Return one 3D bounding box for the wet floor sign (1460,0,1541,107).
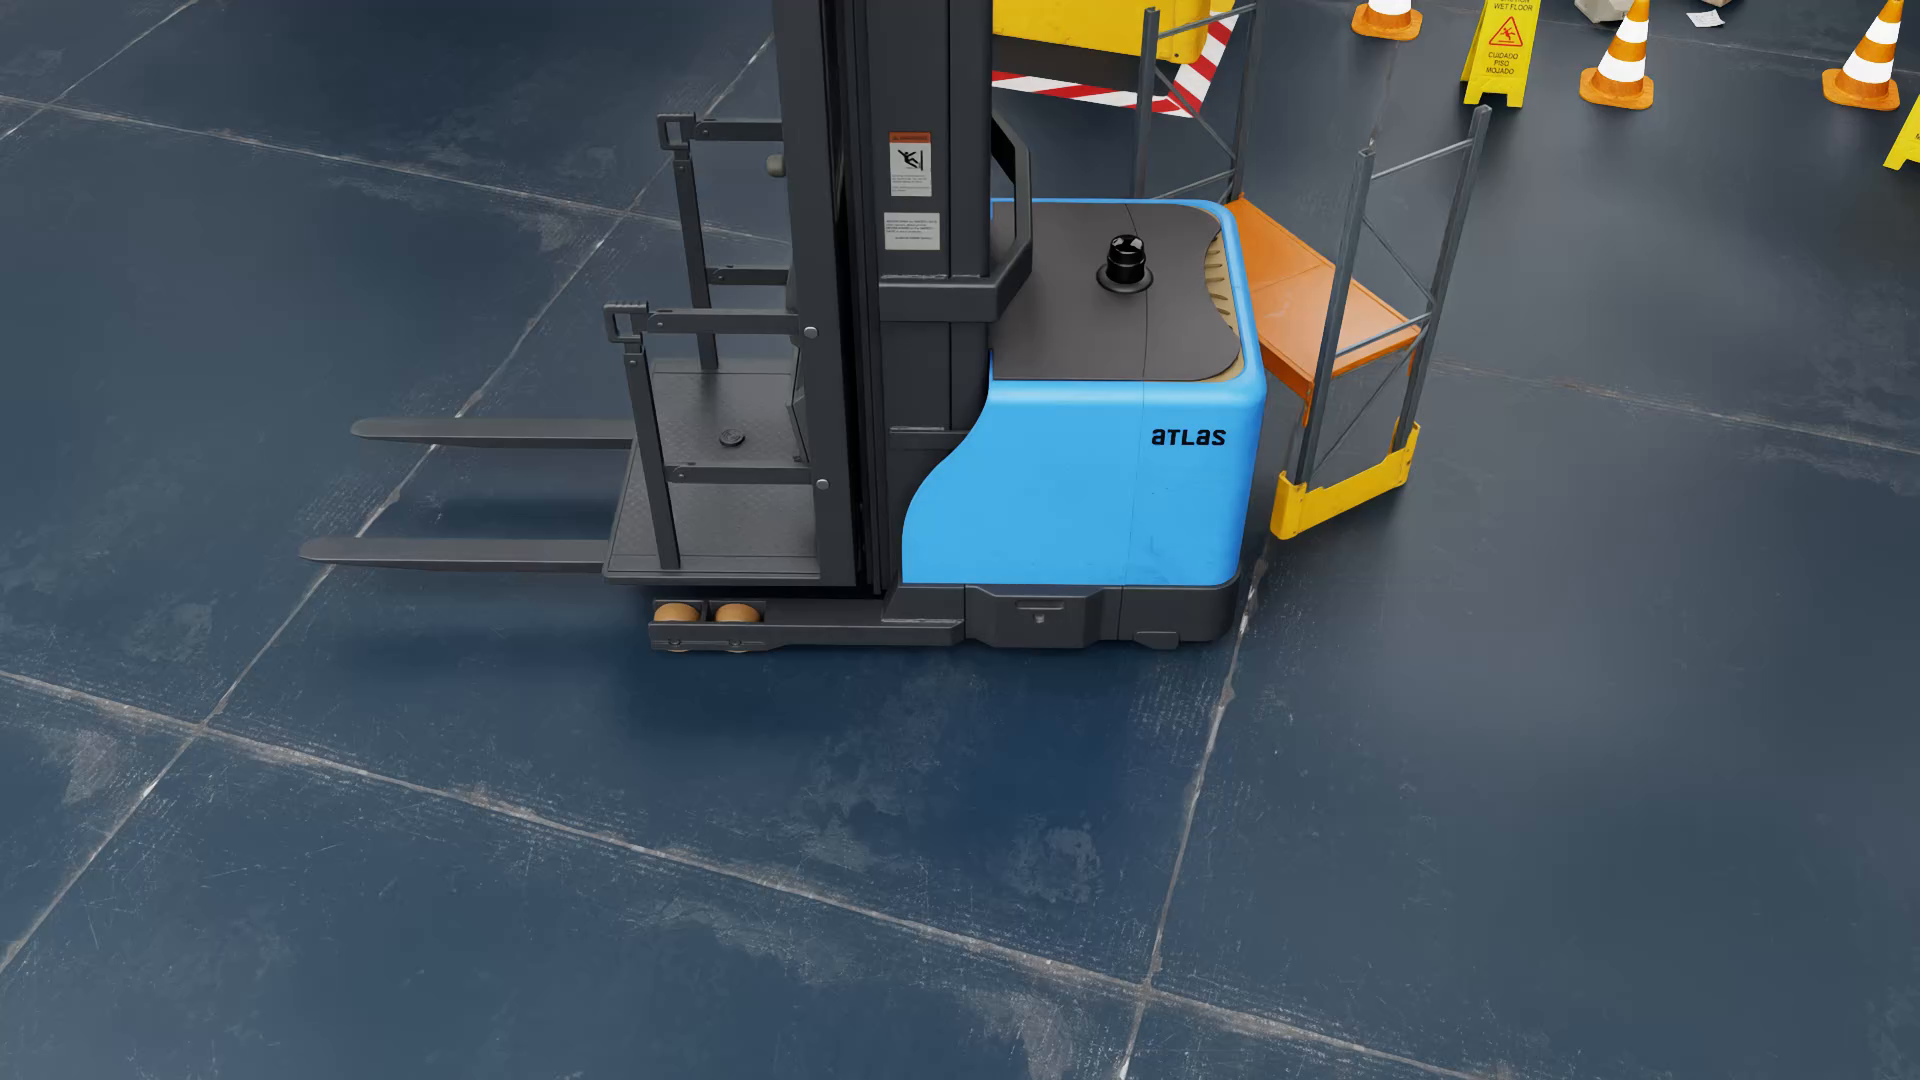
[{"bbox_3d":[2.527,-2.359,7.699,0.267,0.644,0.232,5,45,5],"label":"wet floor sign"}]

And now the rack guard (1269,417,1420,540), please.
[{"bbox_3d":[1.340,-0.217,5.793,0.587,0.250,0.087,-24,49,-22],"label":"rack guard"}]

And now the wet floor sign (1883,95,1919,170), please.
[{"bbox_3d":[4.320,-1.916,7.247,0.267,0.644,0.232,28,51,26],"label":"wet floor sign"}]

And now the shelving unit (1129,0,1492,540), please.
[{"bbox_3d":[1.077,-0.959,5.658,0.587,1.500,1.083,-24,49,-22],"label":"shelving unit"}]

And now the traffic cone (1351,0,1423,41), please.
[{"bbox_3d":[2.163,-2.786,8.266,0.336,0.463,0.334,13,46,13],"label":"traffic cone"}]

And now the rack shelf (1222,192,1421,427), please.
[{"bbox_3d":[1.081,-0.825,5.778,0.538,0.185,1.000,-24,49,-22],"label":"rack shelf"}]

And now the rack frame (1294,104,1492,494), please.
[{"bbox_3d":[1.351,-0.653,5.344,0.500,1.500,0.032,-24,49,-22],"label":"rack frame"}]

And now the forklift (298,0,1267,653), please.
[{"bbox_3d":[-0.624,-1.054,4.732,3.031,2.935,1.130,1,44,1],"label":"forklift"}]

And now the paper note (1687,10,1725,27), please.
[{"bbox_3d":[3.786,-2.648,8.435,0.148,0.019,0.142,-2,44,-2],"label":"paper note"}]

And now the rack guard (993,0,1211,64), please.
[{"bbox_3d":[0.641,-2.730,8.182,1.175,0.500,0.348,13,46,13],"label":"rack guard"}]

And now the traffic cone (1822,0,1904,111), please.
[{"bbox_3d":[4.298,-2.311,7.781,0.336,0.463,0.334,13,46,13],"label":"traffic cone"}]

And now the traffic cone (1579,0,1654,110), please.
[{"bbox_3d":[3.137,-2.320,7.790,0.336,0.463,0.334,13,46,13],"label":"traffic cone"}]

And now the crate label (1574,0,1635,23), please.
[{"bbox_3d":[3.316,-2.740,8.452,0.250,0.136,0.298,-9,45,-9],"label":"crate label"}]

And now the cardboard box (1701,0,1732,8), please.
[{"bbox_3d":[3.868,-2.940,8.648,0.250,0.149,0.380,-33,53,-29],"label":"cardboard box"}]

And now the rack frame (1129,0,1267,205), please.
[{"bbox_3d":[0.812,-1.256,5.960,0.500,1.500,0.032,-24,49,-22],"label":"rack frame"}]
